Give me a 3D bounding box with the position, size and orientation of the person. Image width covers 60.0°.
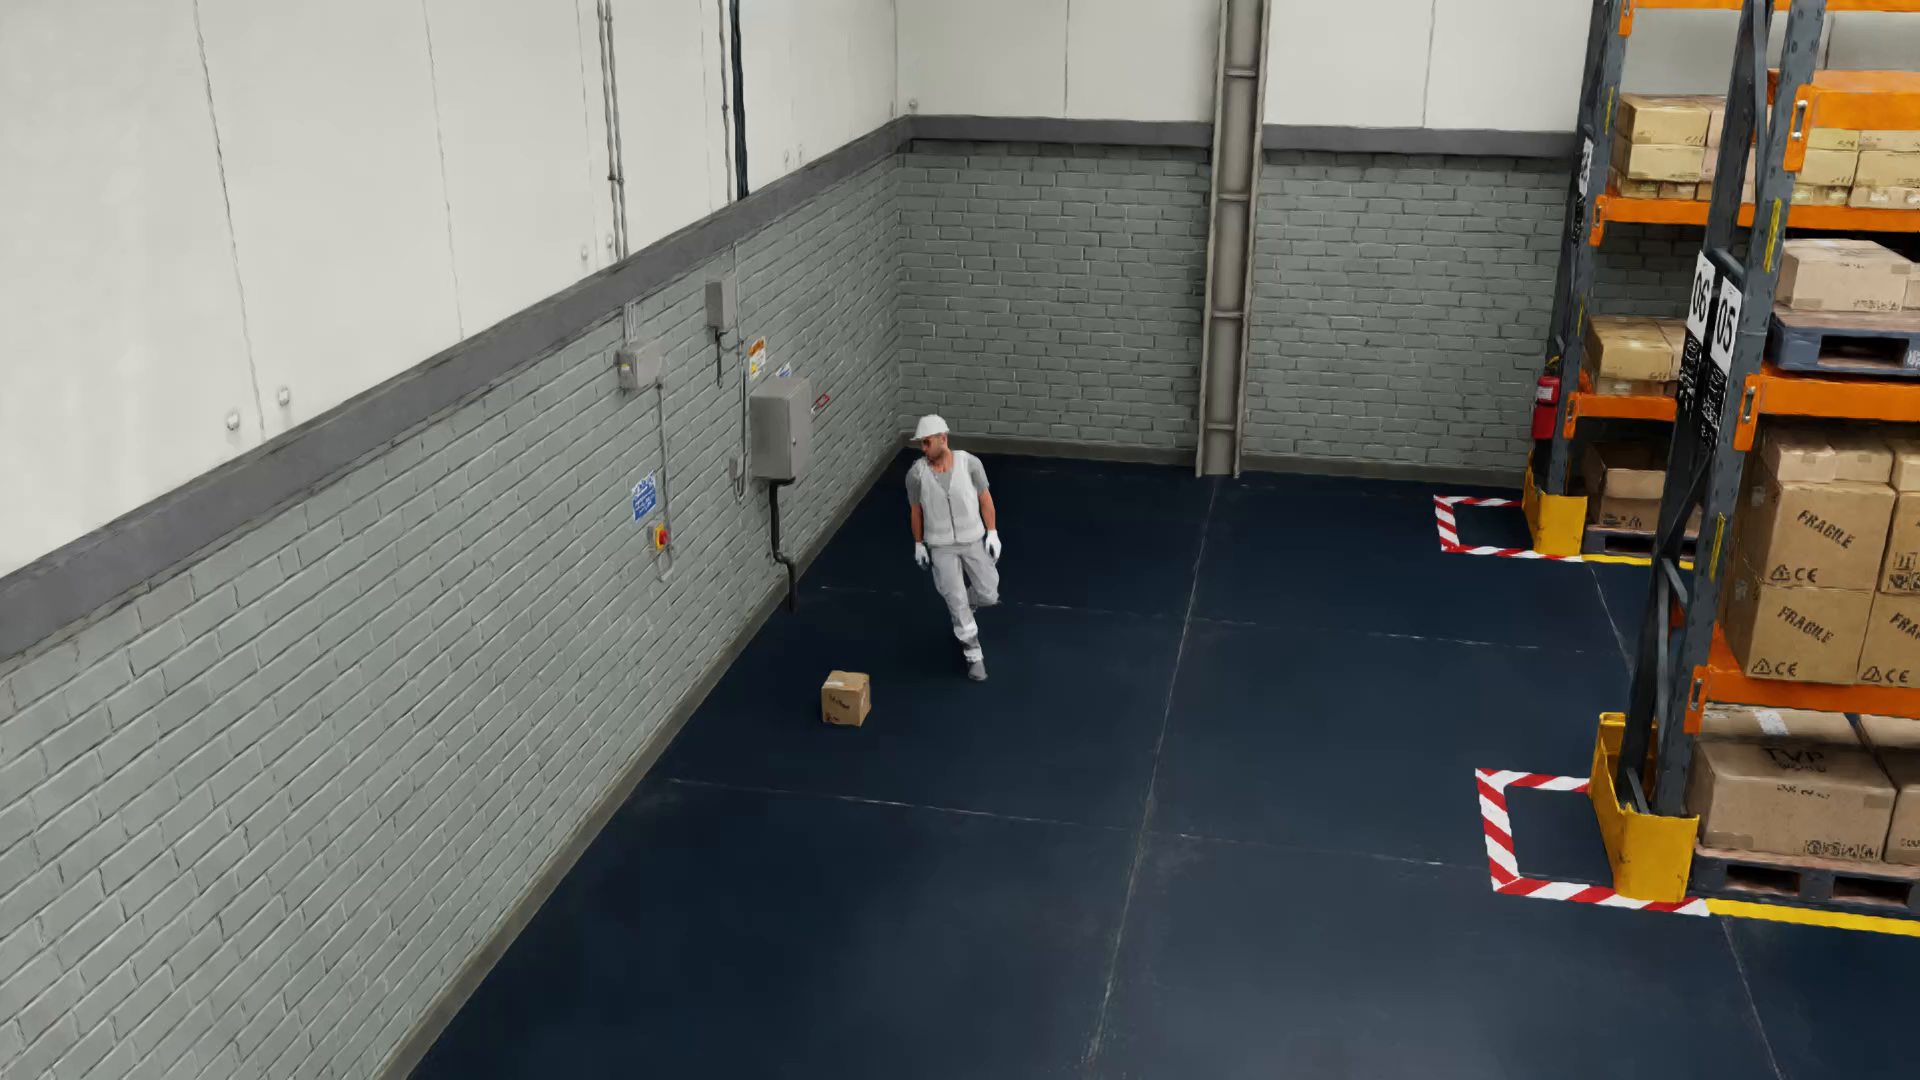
[{"bbox_3d":[-0.042,0.020,11.077,0.616,1.733,0.775,-2,21,-5],"label":"person"}]
